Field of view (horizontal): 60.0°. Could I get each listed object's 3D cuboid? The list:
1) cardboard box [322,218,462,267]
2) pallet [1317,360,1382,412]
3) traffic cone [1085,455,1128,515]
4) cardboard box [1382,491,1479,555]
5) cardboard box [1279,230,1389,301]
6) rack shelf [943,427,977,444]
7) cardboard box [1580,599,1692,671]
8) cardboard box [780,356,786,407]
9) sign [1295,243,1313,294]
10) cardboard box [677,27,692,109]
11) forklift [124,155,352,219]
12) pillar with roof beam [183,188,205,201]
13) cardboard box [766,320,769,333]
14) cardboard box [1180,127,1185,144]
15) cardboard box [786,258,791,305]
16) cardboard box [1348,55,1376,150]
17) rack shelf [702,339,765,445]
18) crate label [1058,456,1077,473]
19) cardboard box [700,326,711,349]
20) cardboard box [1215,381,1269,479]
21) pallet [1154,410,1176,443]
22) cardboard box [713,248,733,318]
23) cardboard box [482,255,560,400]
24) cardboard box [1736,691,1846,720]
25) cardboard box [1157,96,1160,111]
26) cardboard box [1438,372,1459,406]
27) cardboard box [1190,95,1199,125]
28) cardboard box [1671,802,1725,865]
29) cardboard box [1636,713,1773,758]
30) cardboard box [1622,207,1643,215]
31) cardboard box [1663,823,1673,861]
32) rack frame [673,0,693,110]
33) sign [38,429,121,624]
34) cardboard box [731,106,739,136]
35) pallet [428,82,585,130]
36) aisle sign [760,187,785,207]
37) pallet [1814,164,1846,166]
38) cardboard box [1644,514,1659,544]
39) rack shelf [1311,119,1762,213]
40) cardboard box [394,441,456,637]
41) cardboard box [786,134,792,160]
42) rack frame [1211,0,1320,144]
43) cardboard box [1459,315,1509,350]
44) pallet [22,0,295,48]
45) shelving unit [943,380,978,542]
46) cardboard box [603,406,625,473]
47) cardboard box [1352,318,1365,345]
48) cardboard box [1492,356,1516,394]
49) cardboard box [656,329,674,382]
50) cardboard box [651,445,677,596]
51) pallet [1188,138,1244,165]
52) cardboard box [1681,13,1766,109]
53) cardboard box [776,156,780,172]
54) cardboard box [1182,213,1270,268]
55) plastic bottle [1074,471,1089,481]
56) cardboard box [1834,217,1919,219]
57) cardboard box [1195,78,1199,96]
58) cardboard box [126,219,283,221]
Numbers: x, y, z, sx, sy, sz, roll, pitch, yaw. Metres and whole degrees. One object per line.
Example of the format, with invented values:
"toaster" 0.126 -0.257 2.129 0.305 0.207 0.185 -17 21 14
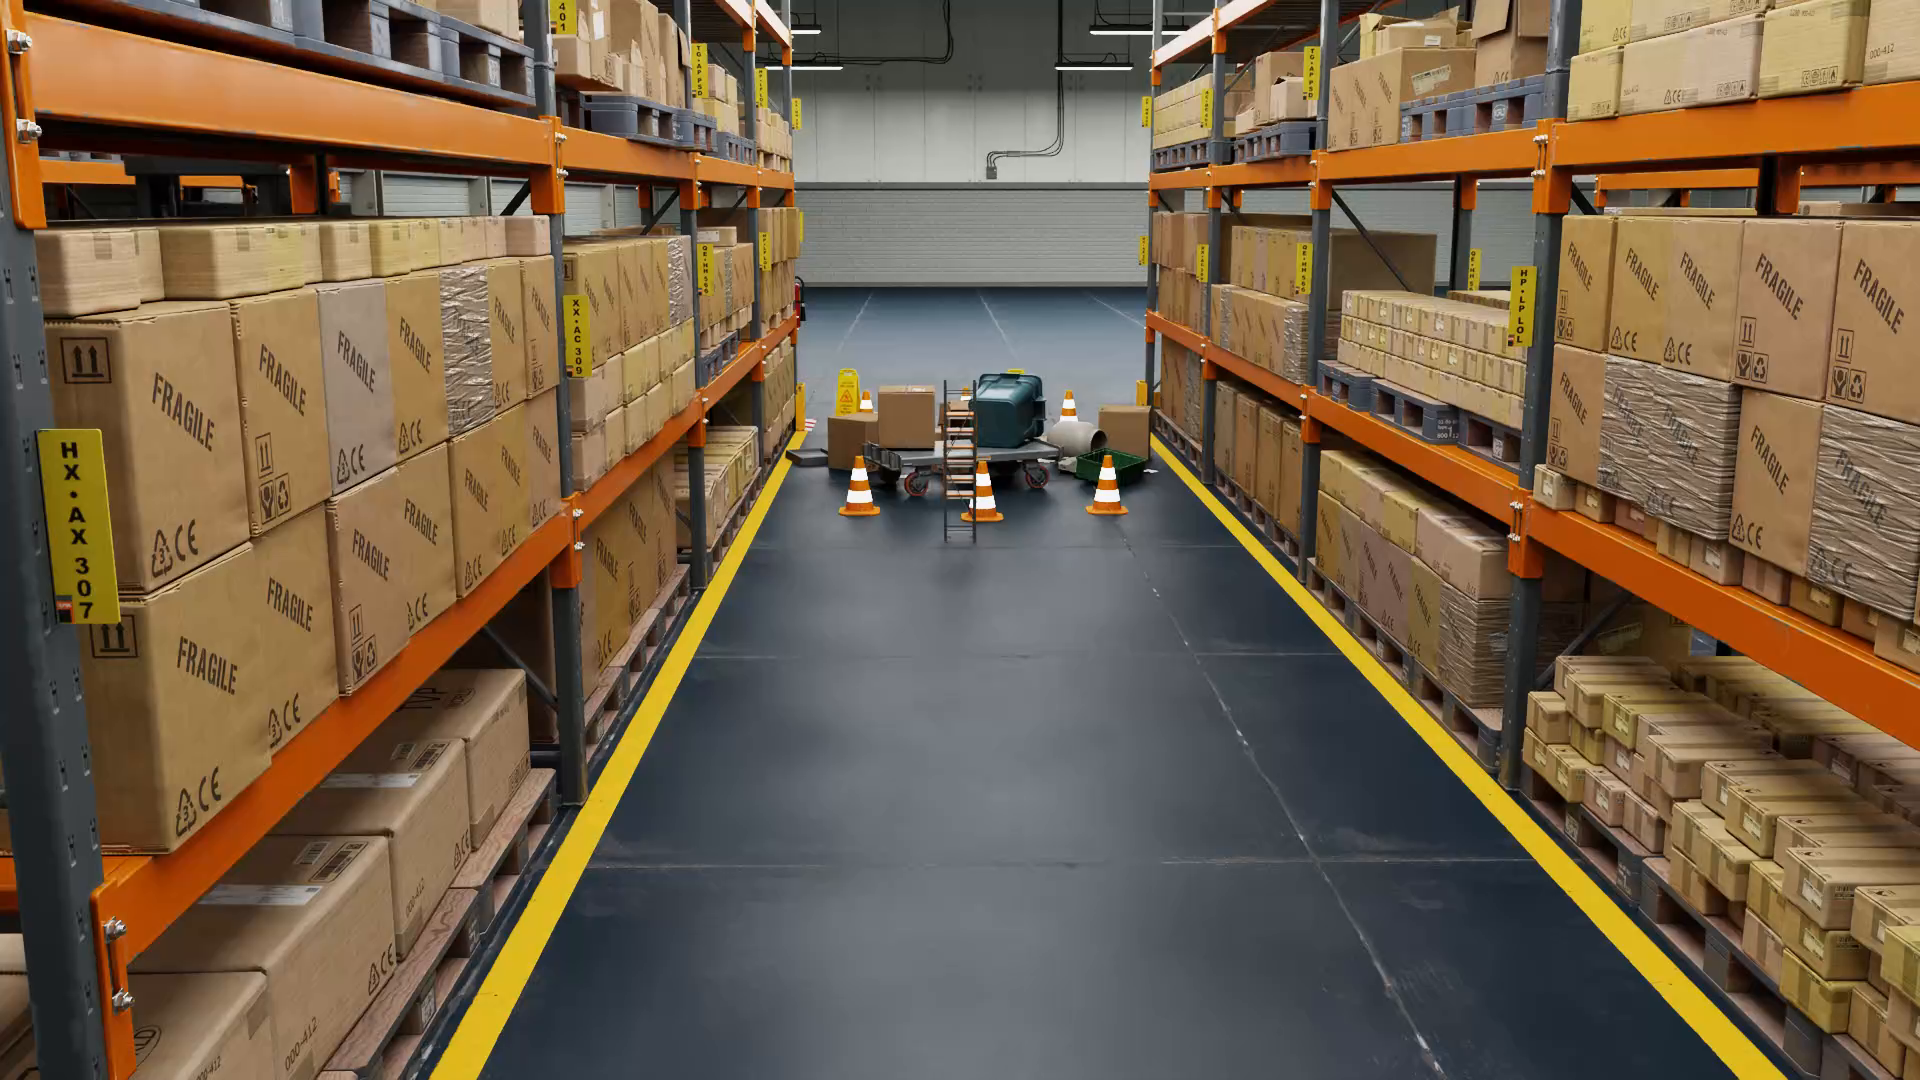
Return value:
"cardboard box" -1.807 -0.946 5.281 0.380 0.149 0.250 0 11 -2
"pallet" 2.898 -0.952 10.189 1.213 0.211 1.003 0 11 -1
"traffic cone" 1.212 -0.466 13.693 0.336 0.463 0.334 0 11 -1
"cardboard box" 2.568 -0.094 8.825 0.500 0.250 0.500 -1 11 -4
"cardboard box" 2.752 -2.018 12.195 0.700 0.500 0.500 0 11 -2
"rack shelf" 0.000 -0.783 12.415 0.258 0.103 0.180 0 11 -1
"cardboard box" 3.109 0.479 7.883 0.500 0.500 0.500 0 11 1
"cardboard box" -2.041 -1.600 16.877 0.500 0.500 0.500 -1 11 -2
"sign" 2.221 -1.752 10.736 0.100 0.325 0.005 0 11 -1
"cardboard box" -2.012 -2.799 9.950 0.797 0.503 0.637 -1 12 -5
"forklift" -4.743 -1.236 11.281 1.130 2.935 3.031 0 11 -2
"pillar with roof beam" -3.881 -5.531 17.191 9.100 9.000 0.400 0 11 -1
"cardboard box" -2.002 -2.035 15.675 0.380 0.149 0.250 0 11 1
"cardboard box" 2.338 -3.908 16.059 0.380 0.149 0.250 0 11 -2
"cardboard box" -2.044 -2.725 17.449 0.500 0.500 0.500 0 11 -1
"cardboard box" 2.540 -2.492 9.503 0.500 0.500 0.500 0 11 -1
"rack shelf" -2.212 -1.192 12.698 1.077 0.370 4.000 0 11 -1
"crate label" 1.078 -0.706 15.693 0.298 0.136 0.250 -10 15 -40
"cardboard box" -1.923 -1.406 11.519 0.380 0.149 0.250 -1 12 -5
"cardboard box" 2.796 -0.962 14.361 1.050 0.750 0.750 0 11 -1
"pallet" 2.706 -1.252 18.200 1.003 0.211 1.213 0 11 -1
"cardboard box" -1.987 -1.946 12.552 0.500 0.500 0.500 -1 11 -3
"cardboard box" -1.802 -0.798 6.181 0.500 0.500 0.500 0 11 -2
"cardboard box" 3.184 0.678 6.293 0.380 0.149 0.250 0 11 -2
"cardboard box" 2.304 -4.652 17.721 0.380 0.149 0.250 0 11 -1
"cardboard box" 2.627 -0.759 8.332 0.380 0.149 0.250 -1 11 -4
"cardboard box" 2.417 -3.977 15.393 0.500 0.250 0.500 0 11 -1
"cardboard box" 2.609 0.984 5.530 0.380 0.149 0.250 0 11 -2
"cardboard box" 2.688 0.734 6.015 0.380 0.149 0.250 -1 11 -3
"cardboard box" 7.314 -3.253 17.533 0.500 0.500 0.500 0 11 -1
"cardboard box" 2.704 1.079 5.811 0.380 0.149 0.250 -1 11 -4
"rack frame" -2.171 -4.087 10.070 1.000 3.000 0.127 0 11 -1
"sign" -1.450 -0.021 2.740 0.100 0.325 0.005 0 11 -1
"cardboard box" -2.096 -3.429 13.692 0.500 0.250 0.500 0 11 -2
"pallet" -2.156 -1.910 7.366 0.805 0.209 1.217 -1 11 -3
"aisle sign" -2.047 -4.024 18.313 0.394 0.787 0.004 0 11 -1
"pallet" 7.561 -3.237 13.900 1.213 0.211 1.003 0 11 -1
"cardboard box" 2.675 -0.053 5.909 0.380 0.149 0.250 -1 11 -4
"rack shelf" 2.818 -1.907 8.680 1.077 0.370 4.000 0 11 -1
"cardboard box" -1.786 -0.003 4.779 0.500 0.500 0.500 0 11 1
"cardboard box" -2.056 -4.179 17.697 0.500 0.250 0.500 0 11 -2
"rack frame" 2.694 -4.922 14.189 1.000 3.000 0.127 0 11 -1
"cardboard box" 2.640 -1.002 8.034 0.380 0.149 0.250 0 11 -1
"pallet" -2.031 -1.130 3.265 1.003 0.211 1.213 0 11 -1
"shelving unit" 0.000 -0.591 12.454 0.258 1.200 0.189 0 11 -1
"cardboard box" -1.845 -0.469 7.706 0.500 0.250 0.500 -1 11 -3
"cardboard box" 2.593 -1.265 10.076 0.380 0.149 0.250 0 11 2
"cardboard box" 2.647 -0.751 7.544 0.380 0.149 0.250 0 11 -1
"cardboard box" -1.861 -1.019 9.159 0.500 0.250 0.500 -1 11 -3
"cardboard box" -2.239 -0.174 10.158 0.875 0.875 0.875 0 11 -2
"pallet" 2.687 -3.571 15.298 1.003 0.211 1.213 0 11 -1
"cardboard box" 2.615 -1.492 5.203 0.500 0.250 0.500 0 11 1
"cardboard box" -1.973 -3.709 16.384 0.380 0.149 0.250 0 11 -2
"cardboard box" 2.700 -2.980 16.613 0.875 0.550 0.500 0 11 -1
"plastic bottle" 1.179 -0.591 15.318 0.133 0.061 0.283 -7 13 -30
"cardboard box" 3.151 -0.780 5.344 0.500 0.500 0.500 0 11 0
"cardboard box" 2.358 -4.146 15.227 0.380 0.149 0.250 0 11 -1
"cardboard box" -2.264 -0.891 5.008 0.380 0.149 0.250 0 11 -1
